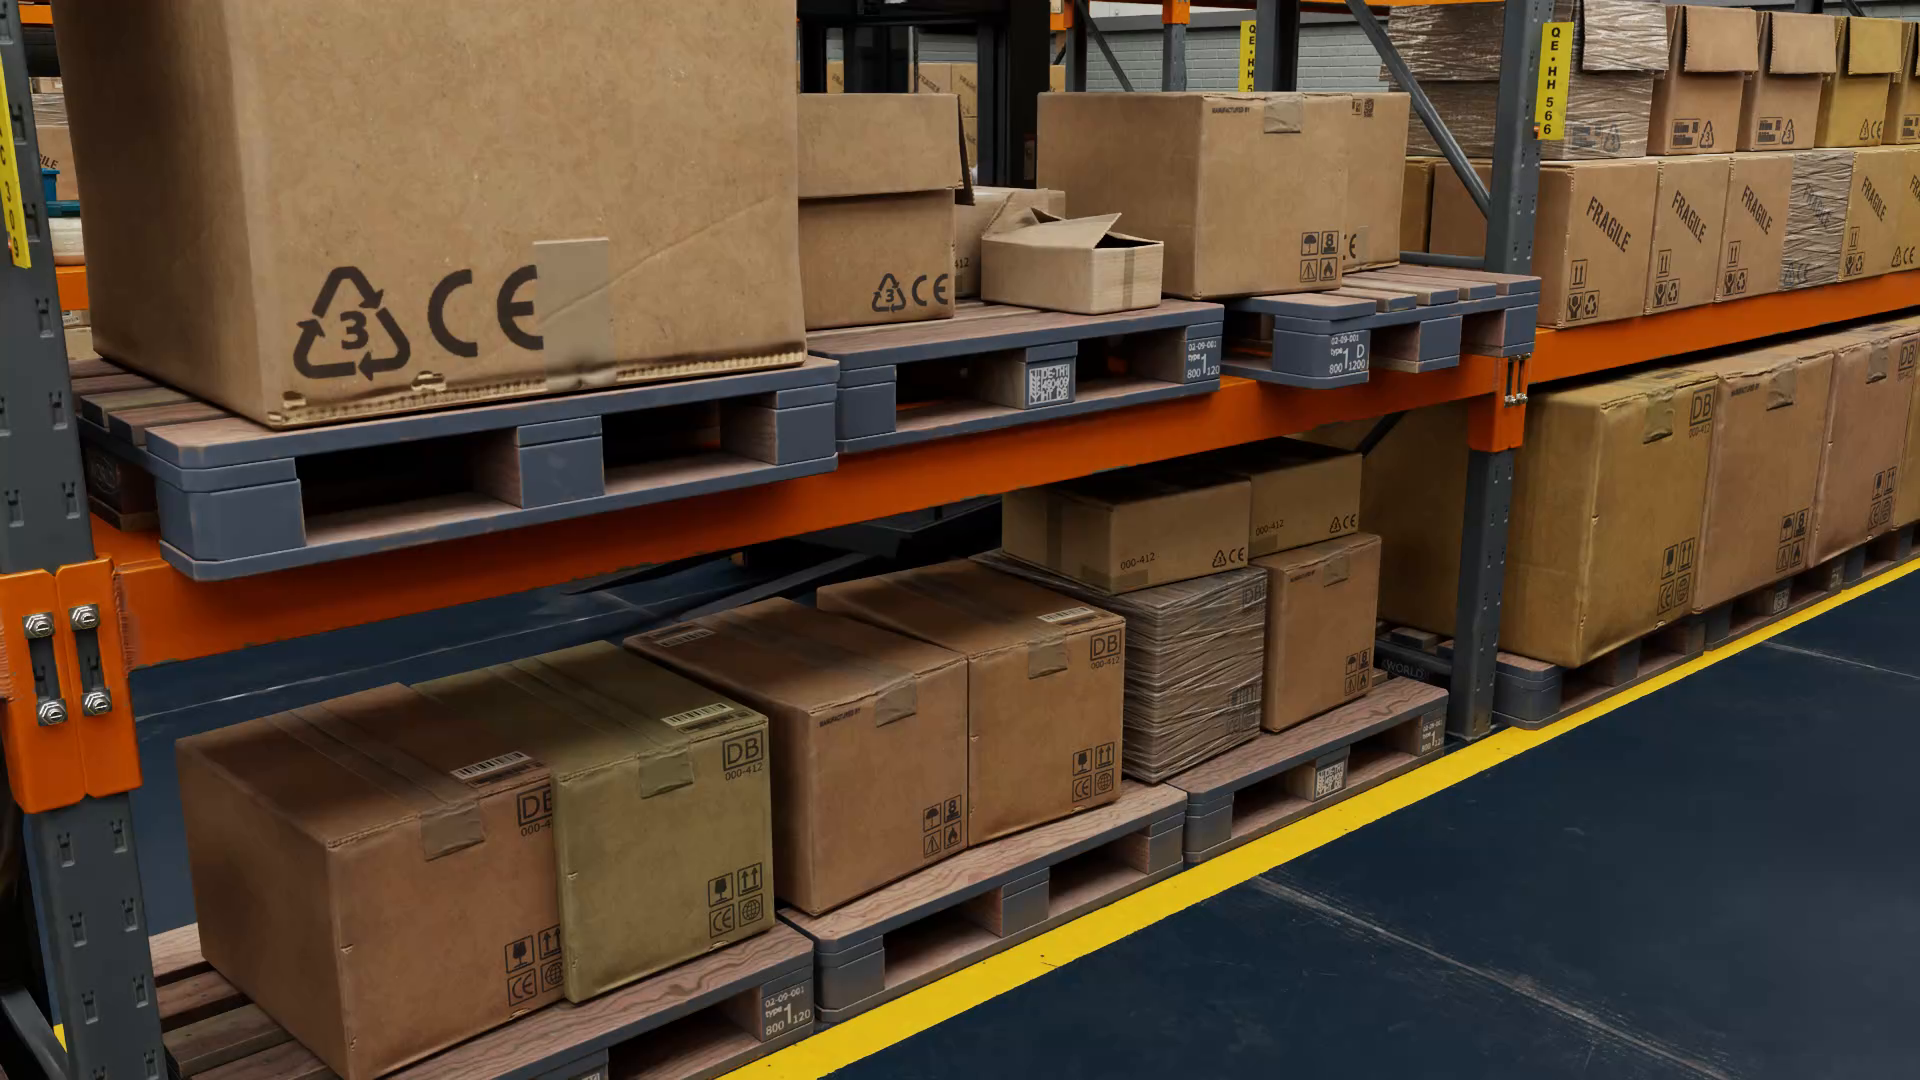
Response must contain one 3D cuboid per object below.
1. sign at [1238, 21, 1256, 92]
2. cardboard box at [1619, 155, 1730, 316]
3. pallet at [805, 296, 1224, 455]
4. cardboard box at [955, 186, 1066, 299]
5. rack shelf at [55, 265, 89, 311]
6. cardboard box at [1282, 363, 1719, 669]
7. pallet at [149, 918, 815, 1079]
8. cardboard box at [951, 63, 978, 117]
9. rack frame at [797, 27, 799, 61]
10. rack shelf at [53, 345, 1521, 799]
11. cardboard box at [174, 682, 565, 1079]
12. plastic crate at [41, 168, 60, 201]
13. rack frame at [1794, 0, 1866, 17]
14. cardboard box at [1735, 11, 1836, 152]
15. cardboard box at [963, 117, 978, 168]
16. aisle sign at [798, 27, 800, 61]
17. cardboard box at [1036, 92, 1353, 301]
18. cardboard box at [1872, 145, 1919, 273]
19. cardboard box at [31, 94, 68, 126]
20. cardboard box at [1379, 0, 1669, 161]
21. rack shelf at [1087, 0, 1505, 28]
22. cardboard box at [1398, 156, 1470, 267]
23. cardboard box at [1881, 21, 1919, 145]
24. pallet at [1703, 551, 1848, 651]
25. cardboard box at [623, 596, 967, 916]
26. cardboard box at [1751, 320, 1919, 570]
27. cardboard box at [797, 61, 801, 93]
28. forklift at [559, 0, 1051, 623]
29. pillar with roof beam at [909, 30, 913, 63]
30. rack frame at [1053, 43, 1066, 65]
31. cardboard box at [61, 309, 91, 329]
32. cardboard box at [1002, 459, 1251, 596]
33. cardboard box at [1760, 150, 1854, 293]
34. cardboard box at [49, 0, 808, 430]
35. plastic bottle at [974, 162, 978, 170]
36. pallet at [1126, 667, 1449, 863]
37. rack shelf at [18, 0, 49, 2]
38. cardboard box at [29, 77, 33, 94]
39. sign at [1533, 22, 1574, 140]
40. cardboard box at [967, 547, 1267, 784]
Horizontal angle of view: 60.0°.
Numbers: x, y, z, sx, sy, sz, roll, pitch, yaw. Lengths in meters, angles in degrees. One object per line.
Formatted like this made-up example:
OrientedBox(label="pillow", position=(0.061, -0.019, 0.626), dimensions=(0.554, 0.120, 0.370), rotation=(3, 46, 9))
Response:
OrientedBox(label="sign", position=(0.976, -1.571, 5.573), dimensions=(0.005, 0.325, 0.100), rotation=(-13, 19, -39))
OrientedBox(label="cardboard box", position=(2.276, -1.069, 5.746), dimensions=(0.500, 0.500, 0.500), rotation=(-13, 20, -41))
OrientedBox(label="pallet", position=(-0.123, -0.468, 4.060), dimensions=(1.213, 0.211, 1.003), rotation=(-13, 19, -39))
OrientedBox(label="cardboard box", position=(-0.072, -0.795, 4.390), dimensions=(0.500, 0.250, 0.500), rotation=(-13, 20, -41))
OrientedBox(label="rack shelf", position=(-3.417, -1.182, 7.755), dimensions=(4.000, 0.370, 1.077), rotation=(-13, 19, -39))
OrientedBox(label="cardboard box", position=(1.877, -0.193, 5.963), dimensions=(0.875, 0.875, 1.225), rotation=(-14, 20, -42))
OrientedBox(label="pallet", position=(-1.088, 0.989, 3.638), dimensions=(1.213, 0.211, 1.003), rotation=(-13, 19, -39))
OrientedBox(label="cardboard box", position=(-0.046, -4.416, 16.339), dimensions=(0.500, 0.500, 0.500), rotation=(-12, 19, -38))
OrientedBox(label="rack frame", position=(-2.377, -5.152, 21.224), dimensions=(0.127, 3.000, 1.000), rotation=(-13, 19, -39))
OrientedBox(label="rack shelf", position=(-0.166, -0.217, 4.145), dimensions=(4.000, 0.370, 1.077), rotation=(-13, 19, -39))
OrientedBox(label="cardboard box", position=(-1.197, 0.669, 3.423), dimensions=(0.700, 0.500, 0.500), rotation=(14, 21, 43))
OrientedBox(label="plastic crate", position=(-4.298, -1.430, 7.322), dimensions=(0.575, 0.384, 0.392), rotation=(-13, 19, -39))
OrientedBox(label="rack frame", position=(4.361, -1.581, 7.857), dimensions=(0.127, 3.000, 1.000), rotation=(-13, 19, -39))
OrientedBox(label="cardboard box", position=(2.900, -1.782, 6.471), dimensions=(0.637, 0.503, 0.797), rotation=(-12, 19, -38))
OrientedBox(label="cardboard box", position=(-0.050, -3.935, 16.477), dimensions=(0.500, 0.500, 0.500), rotation=(-12, 19, -39))
OrientedBox(label="aisle sign", position=(-2.125, -6.362, 20.716), dimensions=(0.004, 0.787, 0.394), rotation=(-13, 19, -39))
OrientedBox(label="cardboard box", position=(0.606, -0.942, 4.455), dimensions=(0.500, 0.500, 0.700), rotation=(-9, 18, -31))
OrientedBox(label="cardboard box", position=(3.809, -1.415, 7.040), dimensions=(0.500, 0.500, 0.500), rotation=(-12, 19, -38))
OrientedBox(label="cardboard box", position=(-8.760, -3.976, 15.776), dimensions=(0.700, 0.500, 0.500), rotation=(13, 20, 40))
OrientedBox(label="cardboard box", position=(1.905, -1.557, 5.630), dimensions=(0.637, 0.503, 0.797), rotation=(-12, 19, -38))
OrientedBox(label="rack shelf", position=(2.618, -3.986, 12.441), dimensions=(4.000, 0.370, 1.077), rotation=(-13, 19, -39))
OrientedBox(label="cardboard box", position=(1.553, -1.084, 5.801), dimensions=(0.500, 0.500, 0.500), rotation=(-12, 19, -38))
OrientedBox(label="cardboard box", position=(3.884, -2.004, 7.304), dimensions=(0.637, 0.503, 0.797), rotation=(-13, 20, -41))
OrientedBox(label="pallet", position=(2.907, 0.119, 6.895), dimensions=(1.213, 0.211, 1.003), rotation=(-13, 19, -39))
OrientedBox(label="cardboard box", position=(-0.403, 0.497, 4.067), dimensions=(0.700, 0.500, 0.500), rotation=(14, 20, 42))
OrientedBox(label="cardboard box", position=(3.217, -0.494, 7.090), dimensions=(0.875, 0.875, 1.225), rotation=(-14, 20, -41))
OrientedBox(label="cardboard box", position=(-1.599, -4.067, 15.031), dimensions=(0.500, 0.500, 0.500), rotation=(-12, 19, -38))
OrientedBox(label="forklift", position=(-0.358, -1.282, 6.871), dimensions=(1.130, 2.935, 3.031), rotation=(10, 18, 33))
OrientedBox(label="pillar with roof beam", position=(1.918, -7.838, 19.655), dimensions=(0.400, 9.000, 9.100), rotation=(-13, 19, -39))
OrientedBox(label="rack frame", position=(0.878, -4.188, 17.616), dimensions=(0.127, 3.000, 1.000), rotation=(-13, 19, -39))
OrientedBox(label="cardboard box", position=(-6.161, -1.667, 11.607), dimensions=(0.500, 0.311, 0.500), rotation=(-13, 20, -40))
OrientedBox(label="cardboard box", position=(0.464, -0.060, 4.699), dimensions=(0.500, 0.250, 0.500), rotation=(-10, 18, -33))
OrientedBox(label="cardboard box", position=(3.039, -1.241, 6.389), dimensions=(0.500, 0.500, 0.500), rotation=(-13, 19, -39))
OrientedBox(label="cardboard box", position=(-0.983, -0.826, 3.054), dimensions=(1.000, 1.000, 1.000), rotation=(-12, 19, -39))
OrientedBox(label="plastic bottle", position=(0.129, -2.403, 11.182), dimensions=(0.097, 0.271, 0.097), rotation=(0, 15, 0))
OrientedBox(label="pallet", position=(0.753, 0.576, 5.186), dimensions=(1.213, 0.211, 1.003), rotation=(-13, 19, -39))
OrientedBox(label="rack shelf", position=(-6.666, -3.596, 10.980), dimensions=(4.000, 0.370, 1.077), rotation=(-13, 19, -39))
OrientedBox(label="cardboard box", position=(-8.885, -4.249, 15.542), dimensions=(0.380, 0.149, 0.250), rotation=(12, 19, 38))
OrientedBox(label="sign", position=(1.706, -1.321, 4.792), dimensions=(0.005, 0.325, 0.100), rotation=(-13, 19, -39))
OrientedBox(label="cardboard box", position=(0.441, 0.305, 4.786), dimensions=(0.700, 0.500, 0.500), rotation=(14, 20, 42))
